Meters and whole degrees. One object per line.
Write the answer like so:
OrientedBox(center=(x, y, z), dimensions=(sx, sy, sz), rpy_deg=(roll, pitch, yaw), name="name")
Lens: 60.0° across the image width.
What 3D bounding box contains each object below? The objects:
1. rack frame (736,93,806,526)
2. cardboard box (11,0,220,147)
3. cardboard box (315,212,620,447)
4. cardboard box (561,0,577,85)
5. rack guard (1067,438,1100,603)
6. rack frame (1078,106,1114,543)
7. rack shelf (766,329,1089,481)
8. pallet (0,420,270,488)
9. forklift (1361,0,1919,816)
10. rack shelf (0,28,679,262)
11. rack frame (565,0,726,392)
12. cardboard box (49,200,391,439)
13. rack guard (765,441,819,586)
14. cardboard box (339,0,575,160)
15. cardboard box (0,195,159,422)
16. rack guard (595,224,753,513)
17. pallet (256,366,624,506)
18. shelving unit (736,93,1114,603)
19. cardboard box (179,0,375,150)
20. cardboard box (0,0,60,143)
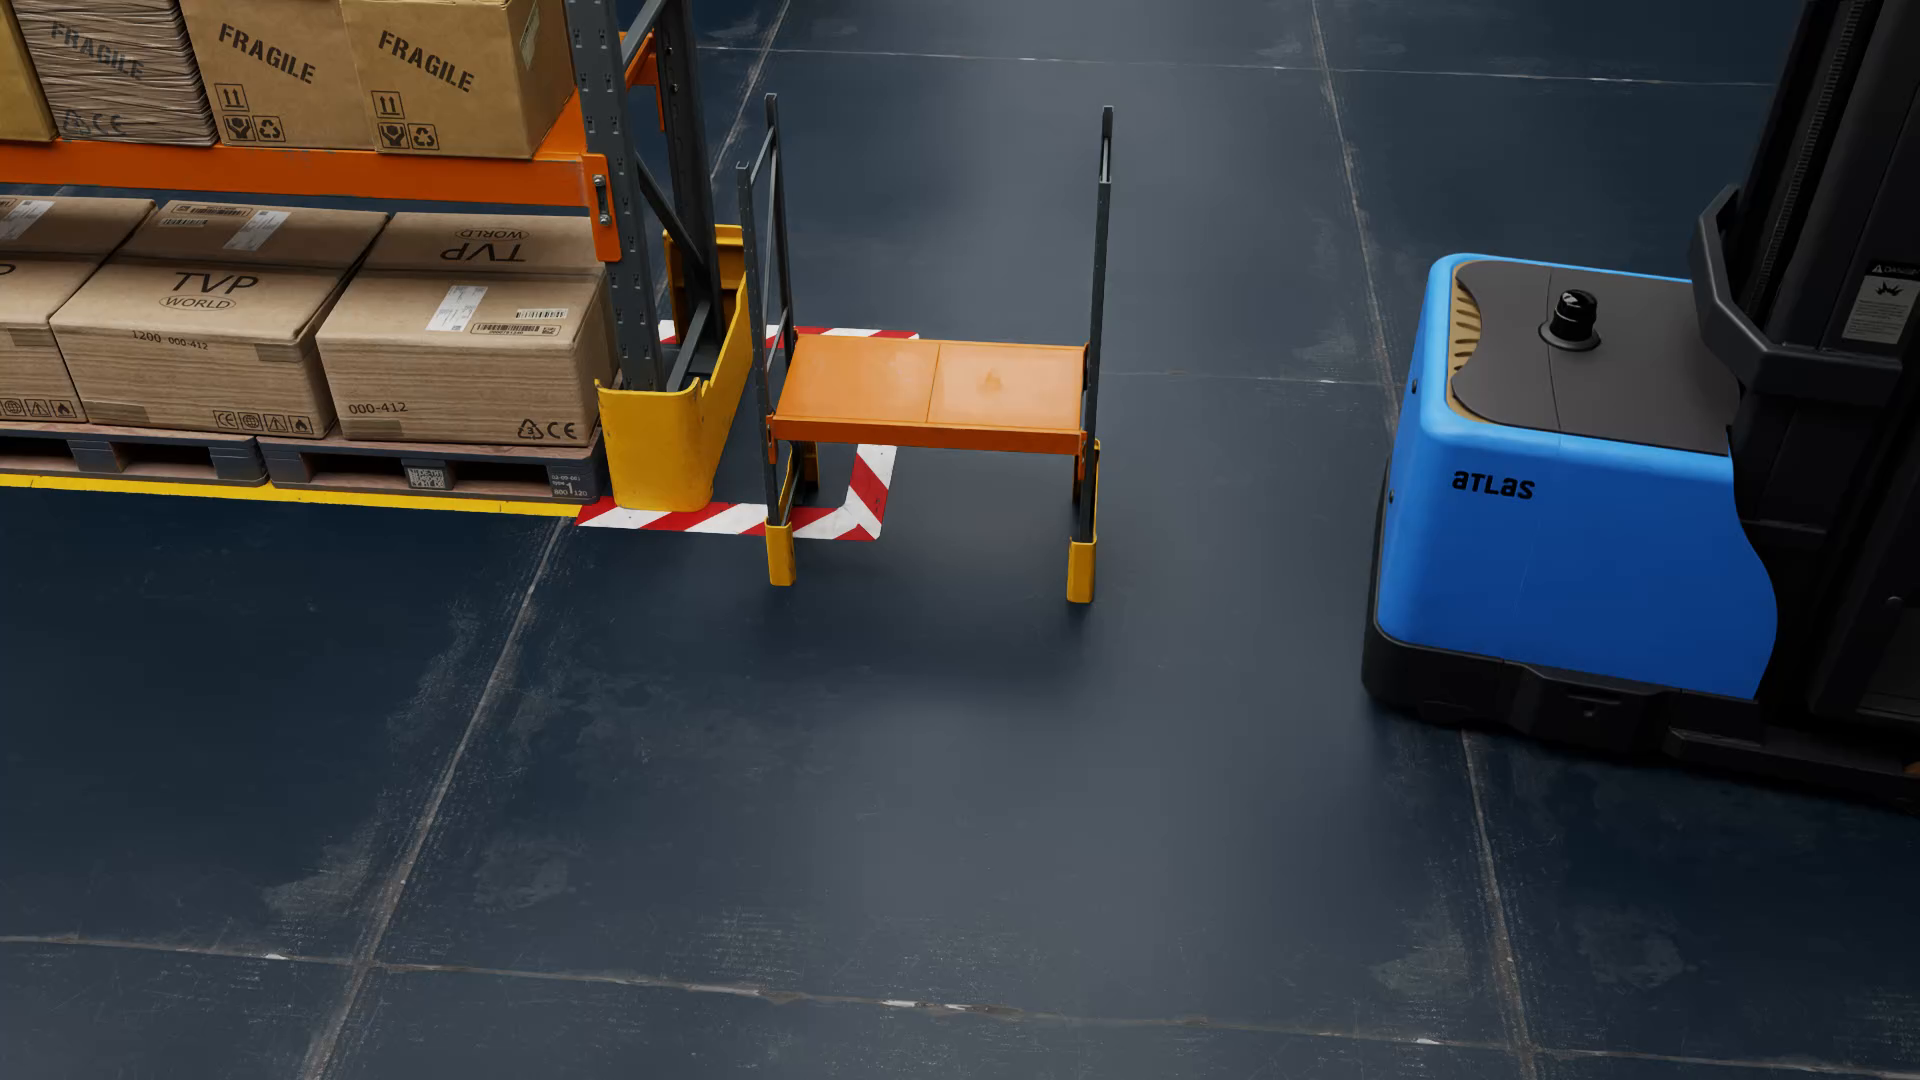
OrientedBox(center=(-0.591, -0.614, 5.316), dimensions=(0.032, 1.500, 0.500), rpy_deg=(3, 39, 4), name="rack frame")
OrientedBox(center=(-2.557, -1.592, 5.251), dimensions=(0.500, 0.500, 0.500), rpy_deg=(4, 39, 5), name="cardboard box")
OrientedBox(center=(-1.707, -0.777, 6.026), dimensions=(0.875, 0.438, 0.875), rpy_deg=(2, 39, 2), name="cardboard box")
OrientedBox(center=(-1.495, -1.881, 5.605), dimensions=(0.500, 0.500, 0.500), rpy_deg=(3, 39, 3), name="cardboard box")
OrientedBox(center=(0.420, -0.074, 5.643), dimensions=(0.087, 0.250, 0.587), rpy_deg=(3, 39, 4), name="rack guard")
OrientedBox(center=(0.422, -0.559, 5.248), dimensions=(0.032, 1.500, 0.500), rpy_deg=(3, 39, 4), name="rack frame")
OrientedBox(center=(-0.085, -0.447, 5.396), dimensions=(1.000, 0.185, 0.538), rpy_deg=(3, 39, 4), name="rack shelf")
OrientedBox(center=(-3.057, -0.616, 6.340), dimensions=(1.213, 0.211, 1.003), rpy_deg=(3, 39, 4), name="pallet")
OrientedBox(center=(2.807, -0.684, 4.268), dimensions=(3.031, 2.935, 1.130), rpy_deg=(9, 40, 11), name="forklift")
OrientedBox(center=(-3.034, -1.465, 5.744), dimensions=(4.000, 0.370, 1.077), rpy_deg=(3, 39, 4), name="rack shelf")
OrientedBox(center=(-1.041, -1.635, 5.383), dimensions=(0.127, 3.000, 1.000), rpy_deg=(3, 39, 4), name="rack frame")
OrientedBox(center=(-2.620, -0.822, 6.081), dimensions=(0.875, 0.438, 0.875), rpy_deg=(4, 39, 5), name="cardboard box")
OrientedBox(center=(-0.572, -0.128, 5.709), dimensions=(0.087, 0.250, 0.587), rpy_deg=(3, 39, 4), name="rack guard")
OrientedBox(center=(-1.545, -1.534, 5.179), dimensions=(0.500, 0.500, 0.500), rpy_deg=(3, 39, 4), name="cardboard box")
OrientedBox(center=(-3.518, -0.872, 6.142), dimensions=(0.875, 0.438, 0.875), rpy_deg=(2, 39, 3), name="cardboard box")
OrientedBox(center=(-1.017, -0.664, 6.170), dimensions=(0.348, 0.500, 1.175), rpy_deg=(3, 39, 4), name="rack guard")
OrientedBox(center=(-1.845, -0.548, 6.256), dimensions=(1.213, 0.211, 1.003), rpy_deg=(3, 39, 4), name="pallet")
OrientedBox(center=(-0.076, -0.586, 5.282), dimensions=(1.083, 1.500, 0.587), rpy_deg=(3, 39, 4), name="shelving unit")
OrientedBox(center=(-2.043, -1.571, 5.224), dimensions=(0.500, 0.500, 0.500), rpy_deg=(2, 39, 3), name="cardboard box")
OrientedBox(center=(-3.072, -1.612, 5.276), dimensions=(0.500, 0.500, 0.500), rpy_deg=(4, 39, 5), name="cardboard box")
